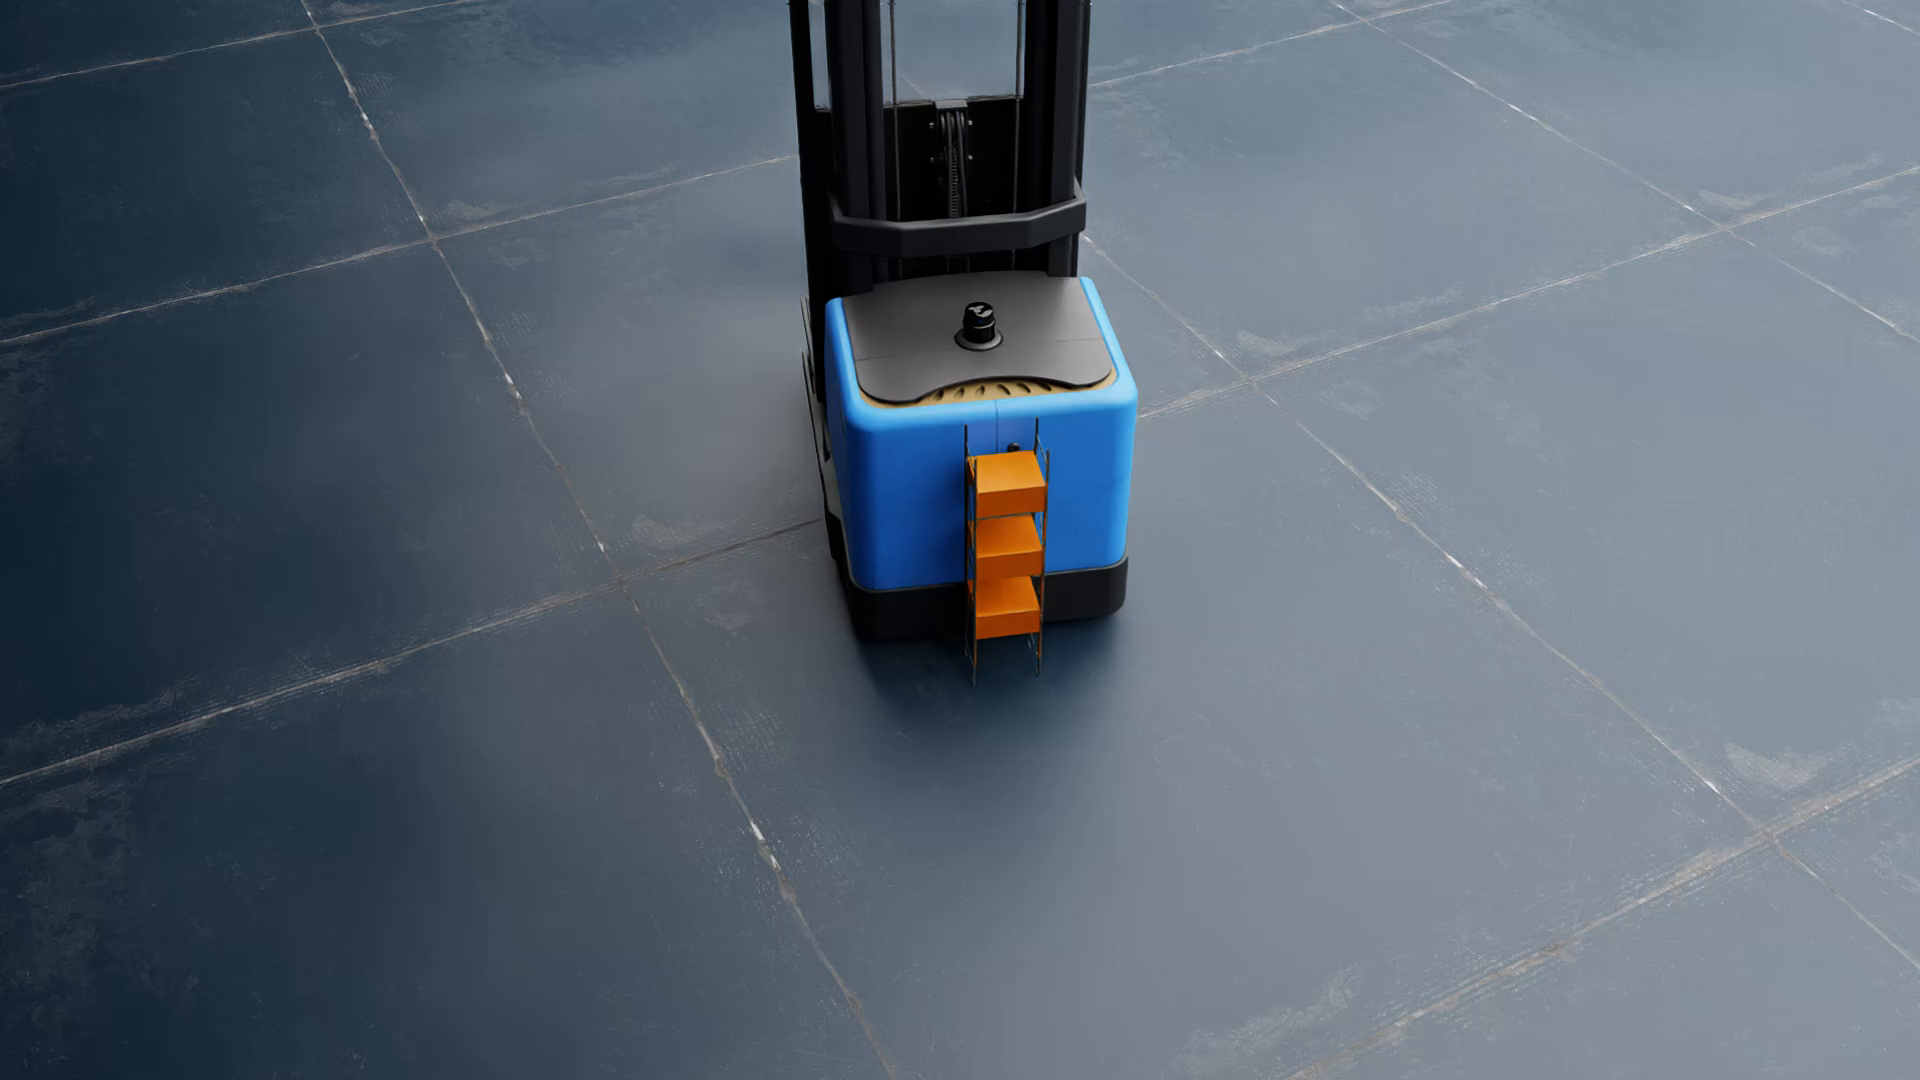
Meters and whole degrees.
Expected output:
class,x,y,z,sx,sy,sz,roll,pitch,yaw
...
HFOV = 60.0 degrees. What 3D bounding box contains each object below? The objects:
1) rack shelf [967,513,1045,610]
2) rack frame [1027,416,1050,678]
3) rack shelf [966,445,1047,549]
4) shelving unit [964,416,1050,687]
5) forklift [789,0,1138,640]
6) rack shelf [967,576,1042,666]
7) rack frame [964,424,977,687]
class,x,y,z,sx,sy,sz,roll,pitch,yaw
rack shelf,0.156,0.069,5.873,0.240,0.259,0.215,-6,41,-8
rack frame,0.276,0.047,5.882,0.008,1.050,0.200,-6,41,-8
rack shelf,0.156,-0.148,5.689,0.240,0.259,0.215,-6,41,-8
shelving unit,0.156,0.061,5.866,0.252,1.050,0.215,-6,41,-8
forklift,-0.109,-1.700,6.490,1.130,2.935,3.031,-6,41,-7
rack shelf,0.156,0.281,6.052,0.240,0.259,0.215,-6,41,-8
rack frame,0.036,0.074,5.850,0.008,1.050,0.200,-6,41,-8
